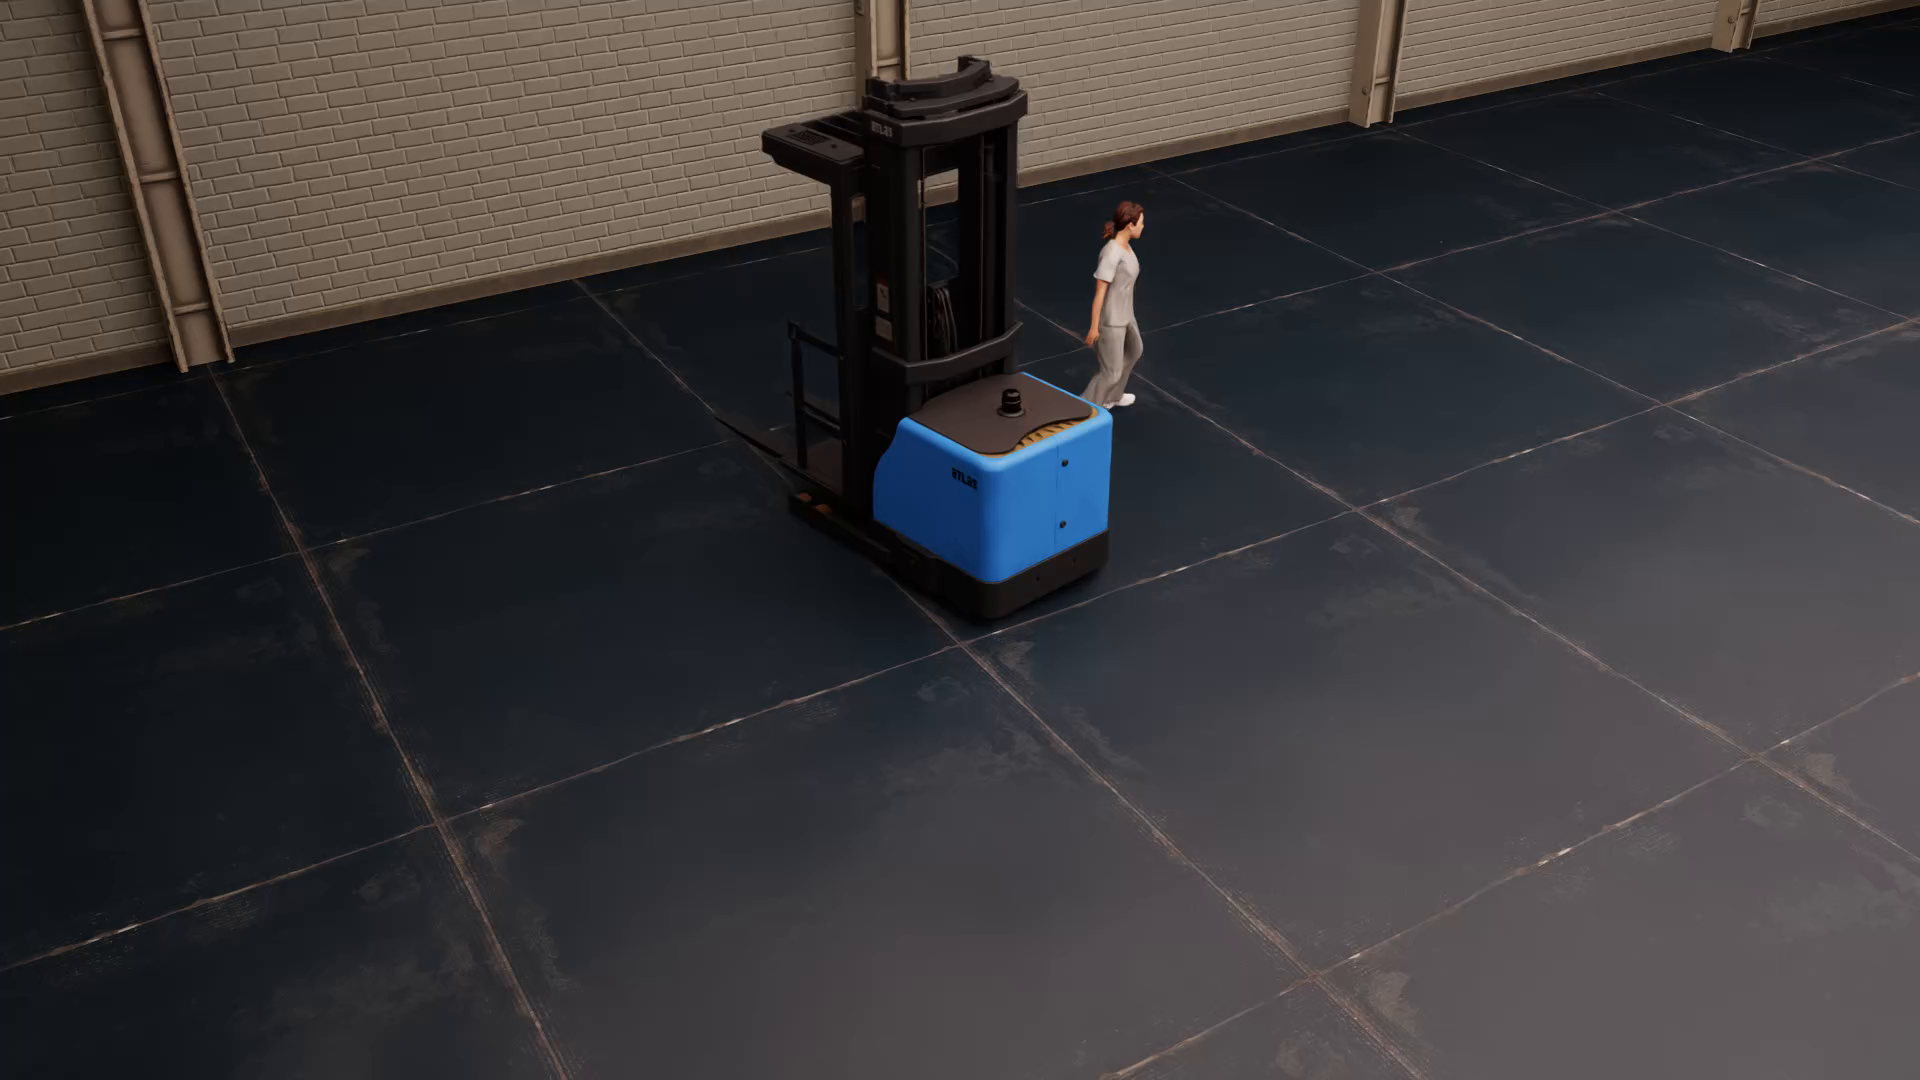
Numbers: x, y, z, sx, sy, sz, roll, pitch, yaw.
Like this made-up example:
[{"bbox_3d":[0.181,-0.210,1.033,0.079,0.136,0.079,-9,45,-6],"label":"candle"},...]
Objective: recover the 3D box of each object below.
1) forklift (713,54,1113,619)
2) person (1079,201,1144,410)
[{"bbox_3d":[-0.454,-1.476,10.113,1.130,2.935,3.031,-25,39,-35],"label":"forklift"},{"bbox_3d":[1.018,-1.536,11.531,0.444,1.647,0.782,10,32,16],"label":"person"}]
